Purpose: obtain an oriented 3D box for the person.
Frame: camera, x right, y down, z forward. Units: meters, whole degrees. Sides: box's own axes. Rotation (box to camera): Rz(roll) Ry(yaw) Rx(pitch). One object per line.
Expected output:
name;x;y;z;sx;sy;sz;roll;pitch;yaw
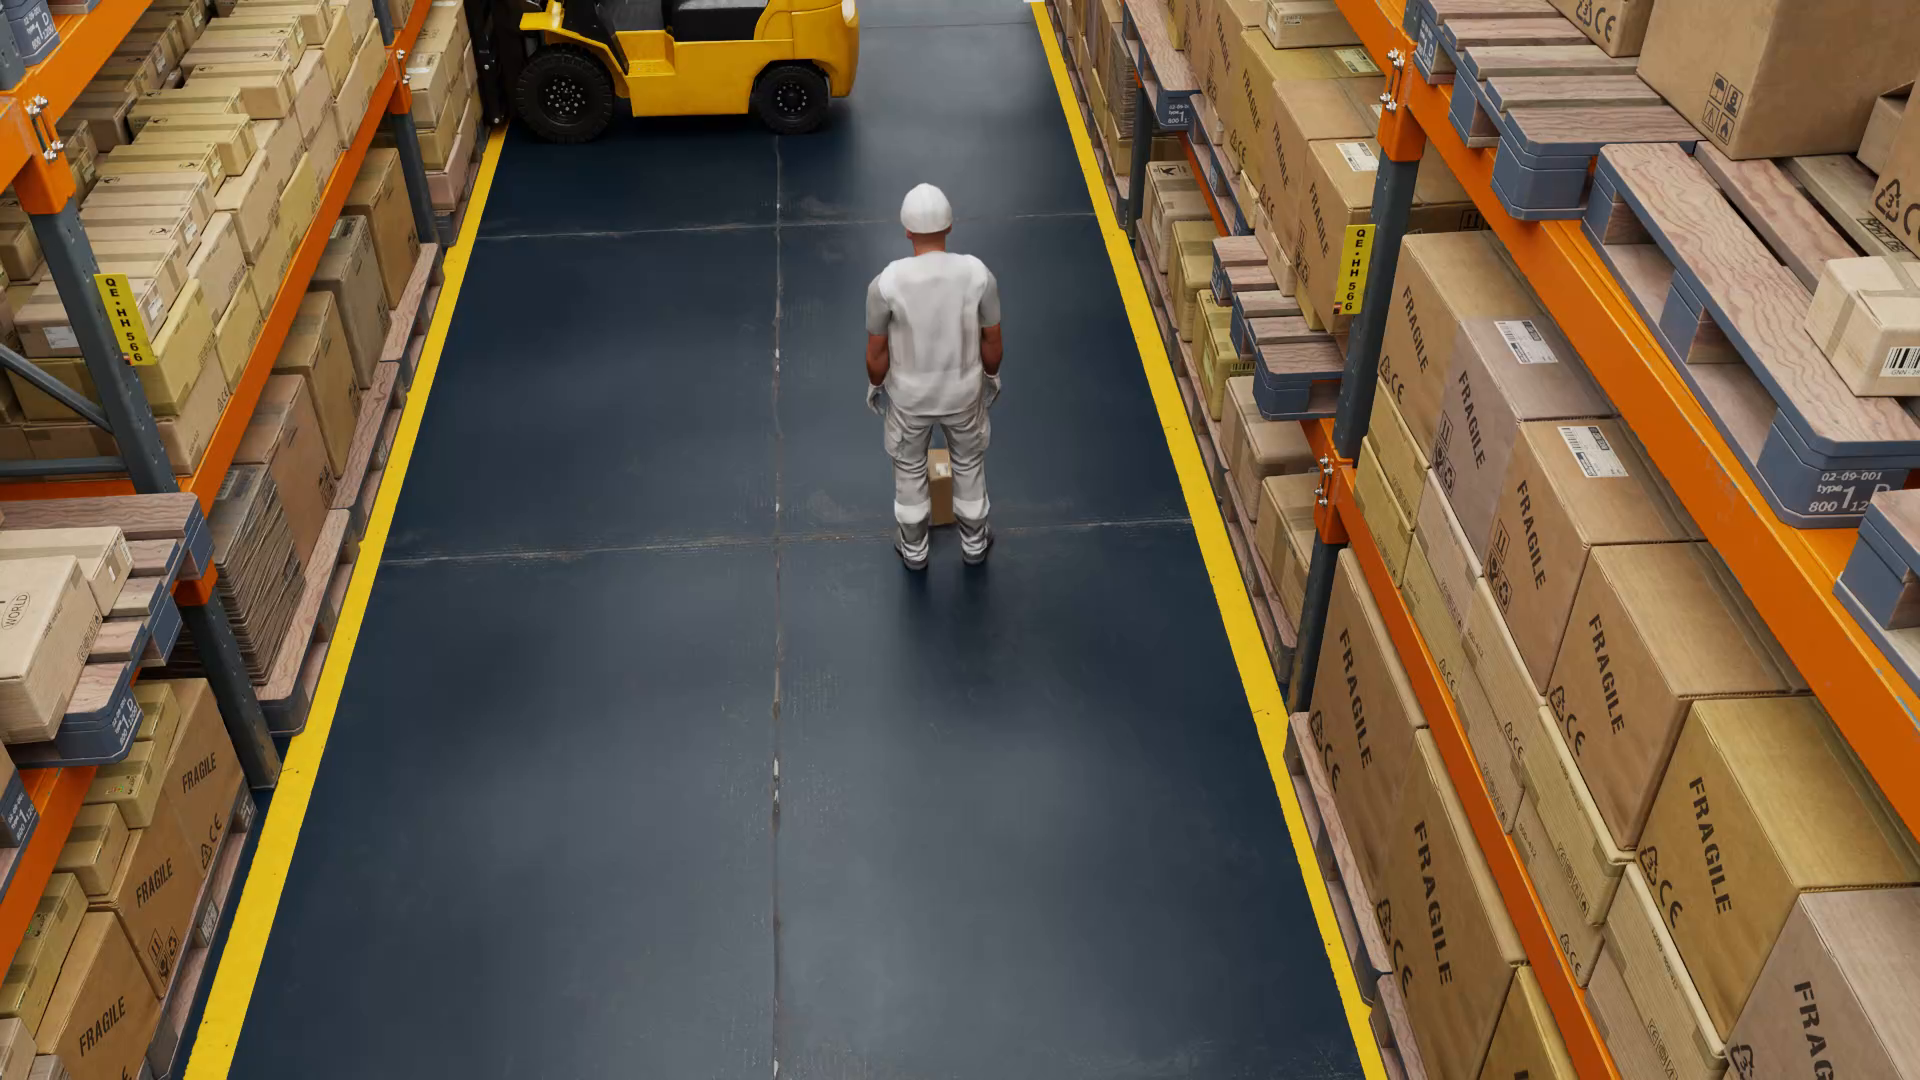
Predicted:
person;-0.104;-0.634;6.930;0.574;1.781;0.438;-4;39;-5
